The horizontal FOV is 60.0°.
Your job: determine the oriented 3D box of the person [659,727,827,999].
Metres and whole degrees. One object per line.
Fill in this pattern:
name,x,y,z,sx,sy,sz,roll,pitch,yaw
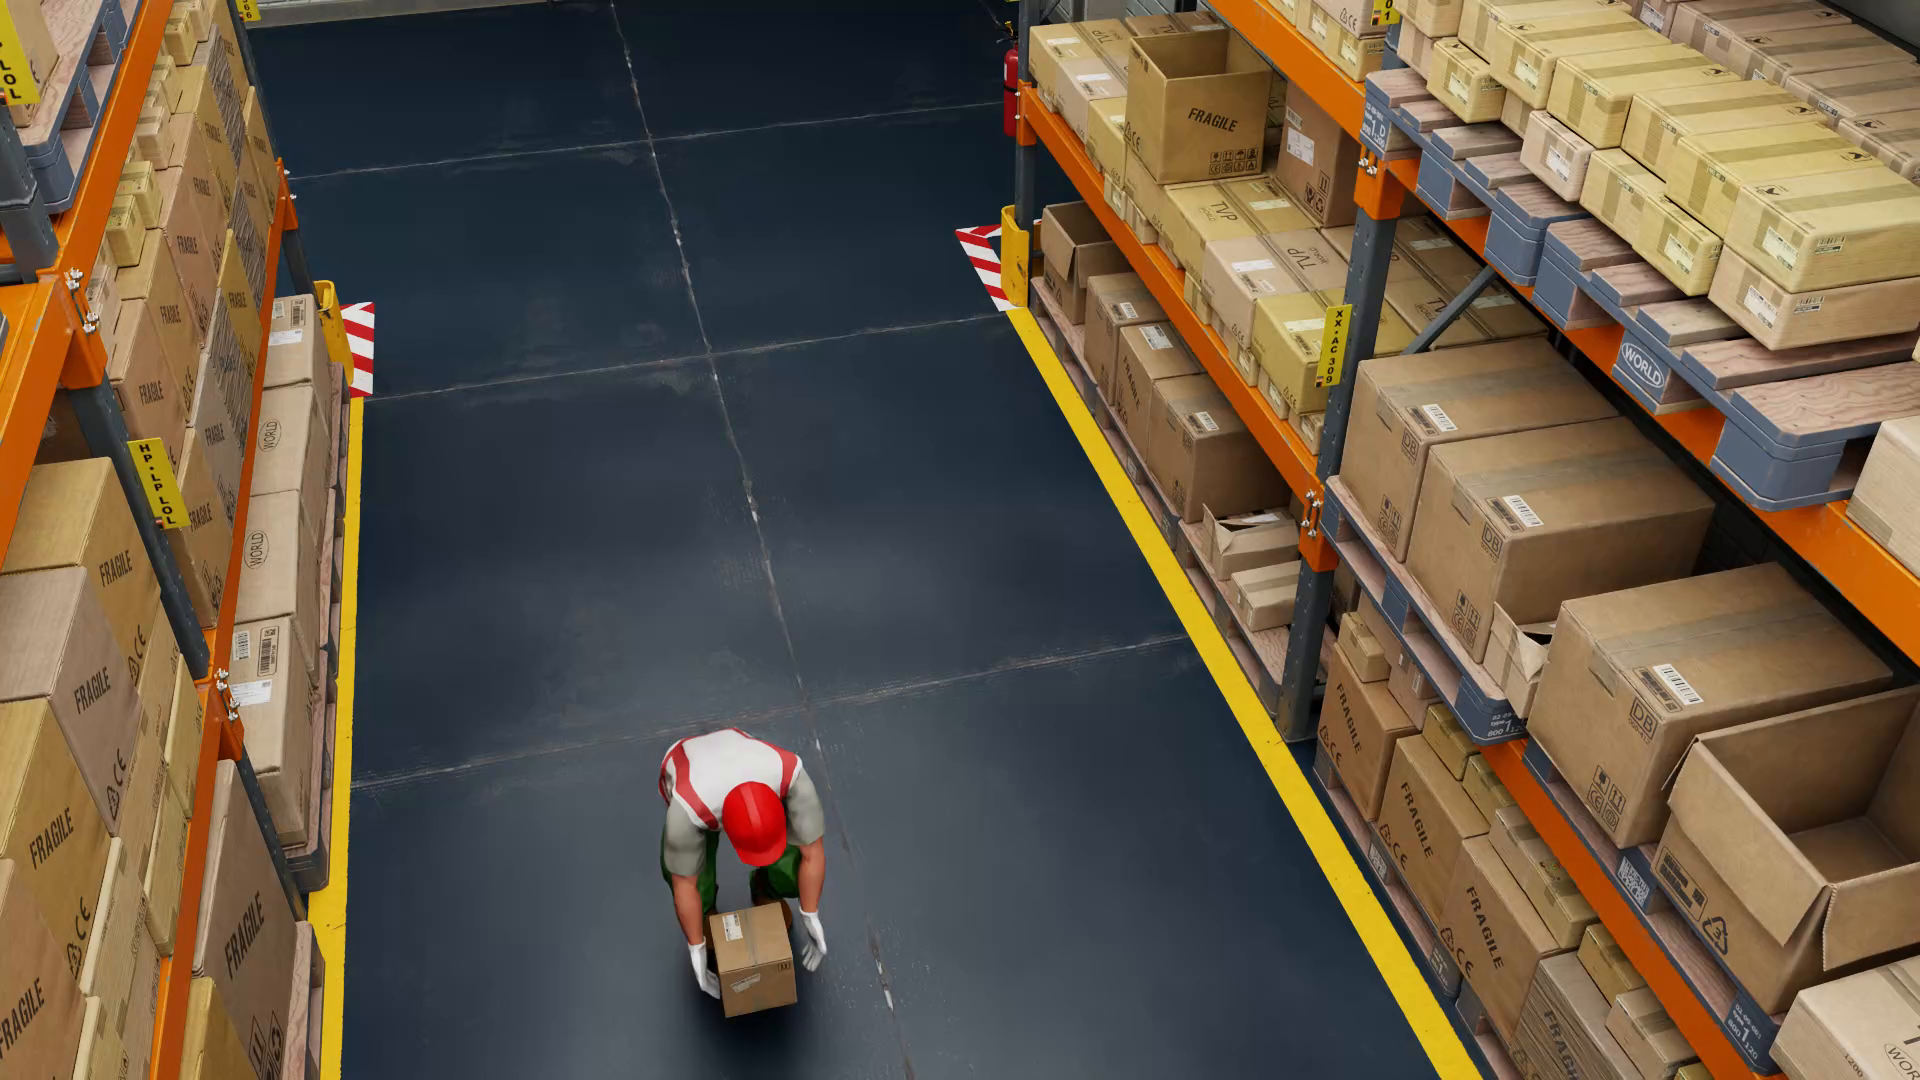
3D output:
person,-0.784,1.058,5.920,0.577,1.073,0.862,-9,39,-12
